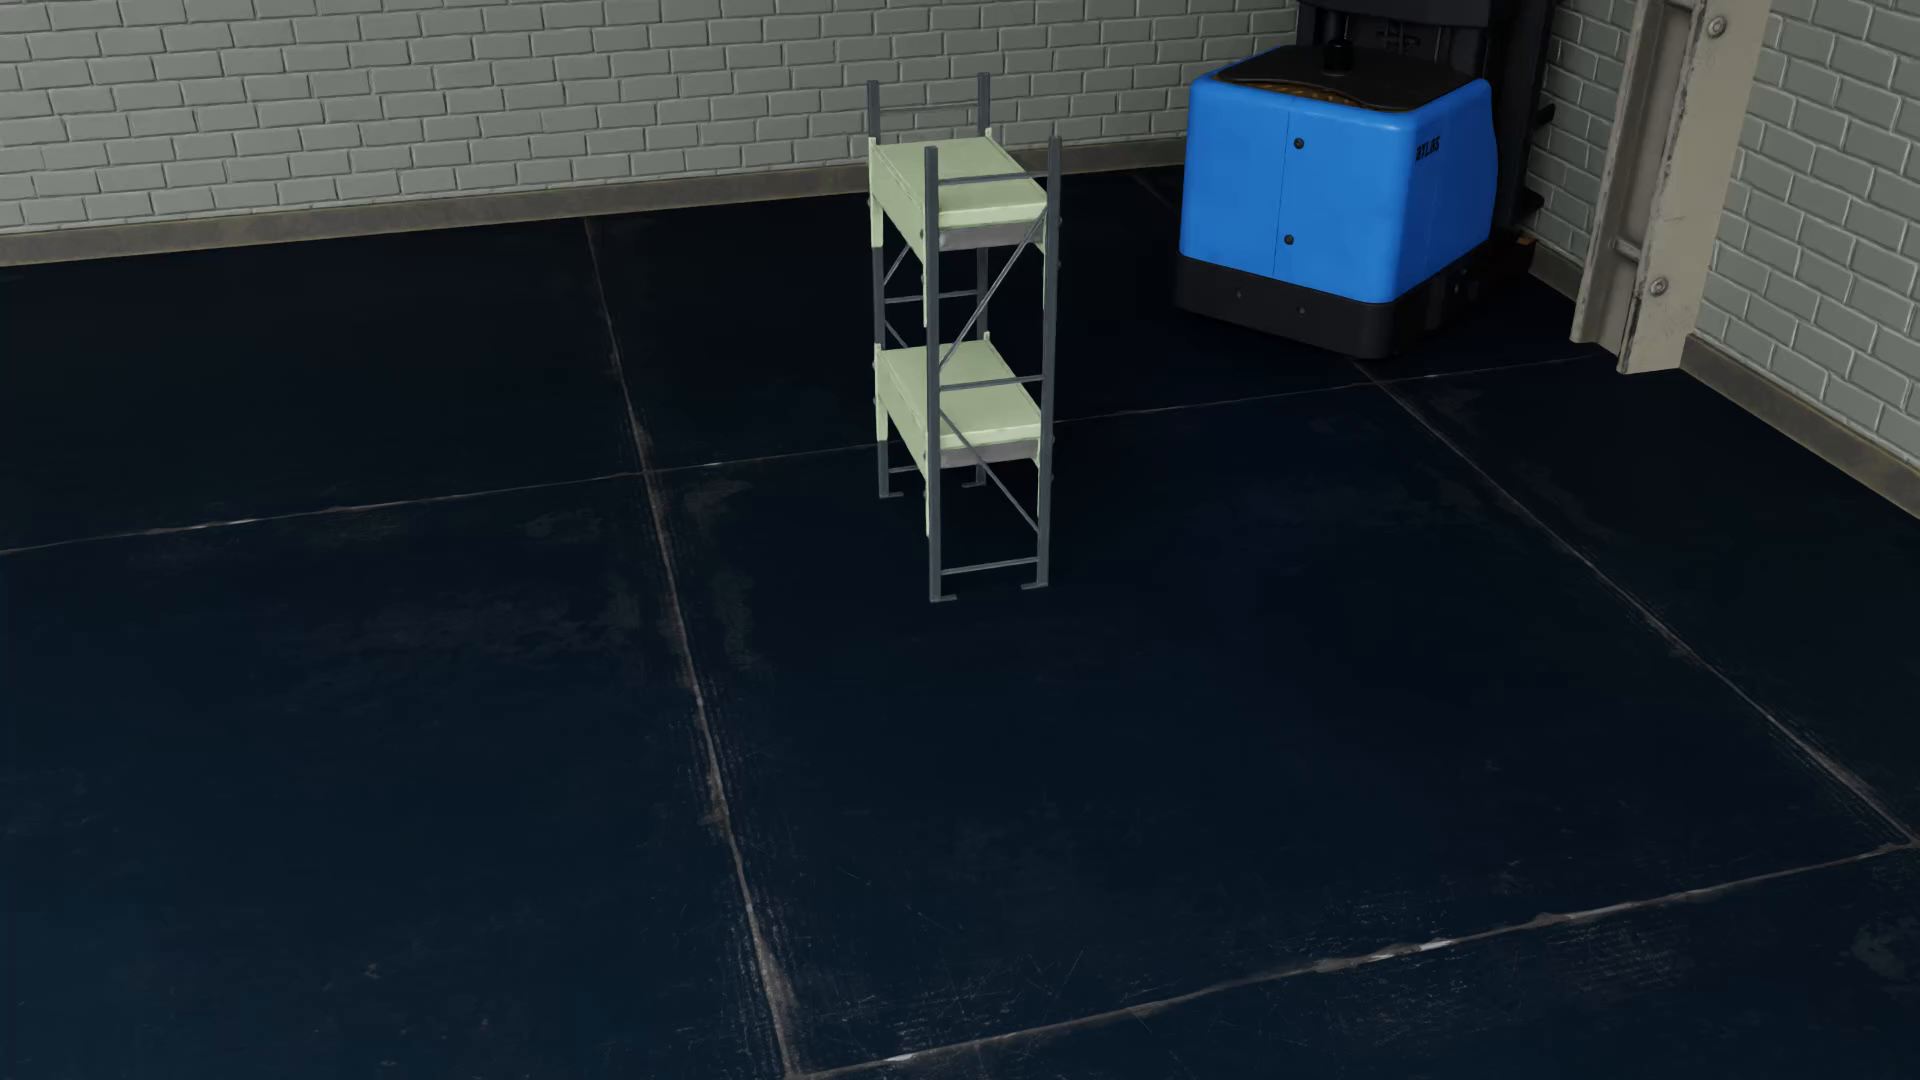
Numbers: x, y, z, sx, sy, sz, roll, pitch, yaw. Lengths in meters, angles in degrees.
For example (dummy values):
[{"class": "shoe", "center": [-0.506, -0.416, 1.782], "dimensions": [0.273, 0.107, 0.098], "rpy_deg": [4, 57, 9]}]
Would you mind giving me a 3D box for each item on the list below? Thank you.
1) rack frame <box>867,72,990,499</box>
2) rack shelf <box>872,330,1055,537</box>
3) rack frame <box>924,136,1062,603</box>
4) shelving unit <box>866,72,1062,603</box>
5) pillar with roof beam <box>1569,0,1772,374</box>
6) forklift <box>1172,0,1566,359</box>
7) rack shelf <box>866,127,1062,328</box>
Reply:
[{"class": "rack frame", "center": [-0.099, -0.829, 5.685], "dimensions": [0.400, 1.500, 0.023], "rpy_deg": [-8, 31, -13]}, {"class": "rack shelf", "center": [-0.002, -0.370, 5.543], "dimensions": [0.431, 0.370, 0.720], "rpy_deg": [-8, 31, -13]}, {"class": "rack frame", "center": [0.095, -0.476, 5.074], "dimensions": [0.400, 1.500, 0.023], "rpy_deg": [-8, 31, -13]}, {"class": "shelving unit", "center": [-0.002, -0.652, 5.380], "dimensions": [0.431, 1.500, 0.755], "rpy_deg": [-8, 31, -13]}, {"class": "pillar with roof beam", "center": [-1.288, -4.129, 3.901], "dimensions": [9.100, 9.000, 0.400], "rpy_deg": [-8, 31, -13]}, {"class": "forklift", "center": [2.258, -2.693, 7.476], "dimensions": [1.130, 2.935, 3.031], "rpy_deg": [22, 36, 33]}, {"class": "rack shelf", "center": [-0.002, -0.990, 5.184], "dimensions": [0.431, 0.370, 0.720], "rpy_deg": [-8, 31, -13]}]
